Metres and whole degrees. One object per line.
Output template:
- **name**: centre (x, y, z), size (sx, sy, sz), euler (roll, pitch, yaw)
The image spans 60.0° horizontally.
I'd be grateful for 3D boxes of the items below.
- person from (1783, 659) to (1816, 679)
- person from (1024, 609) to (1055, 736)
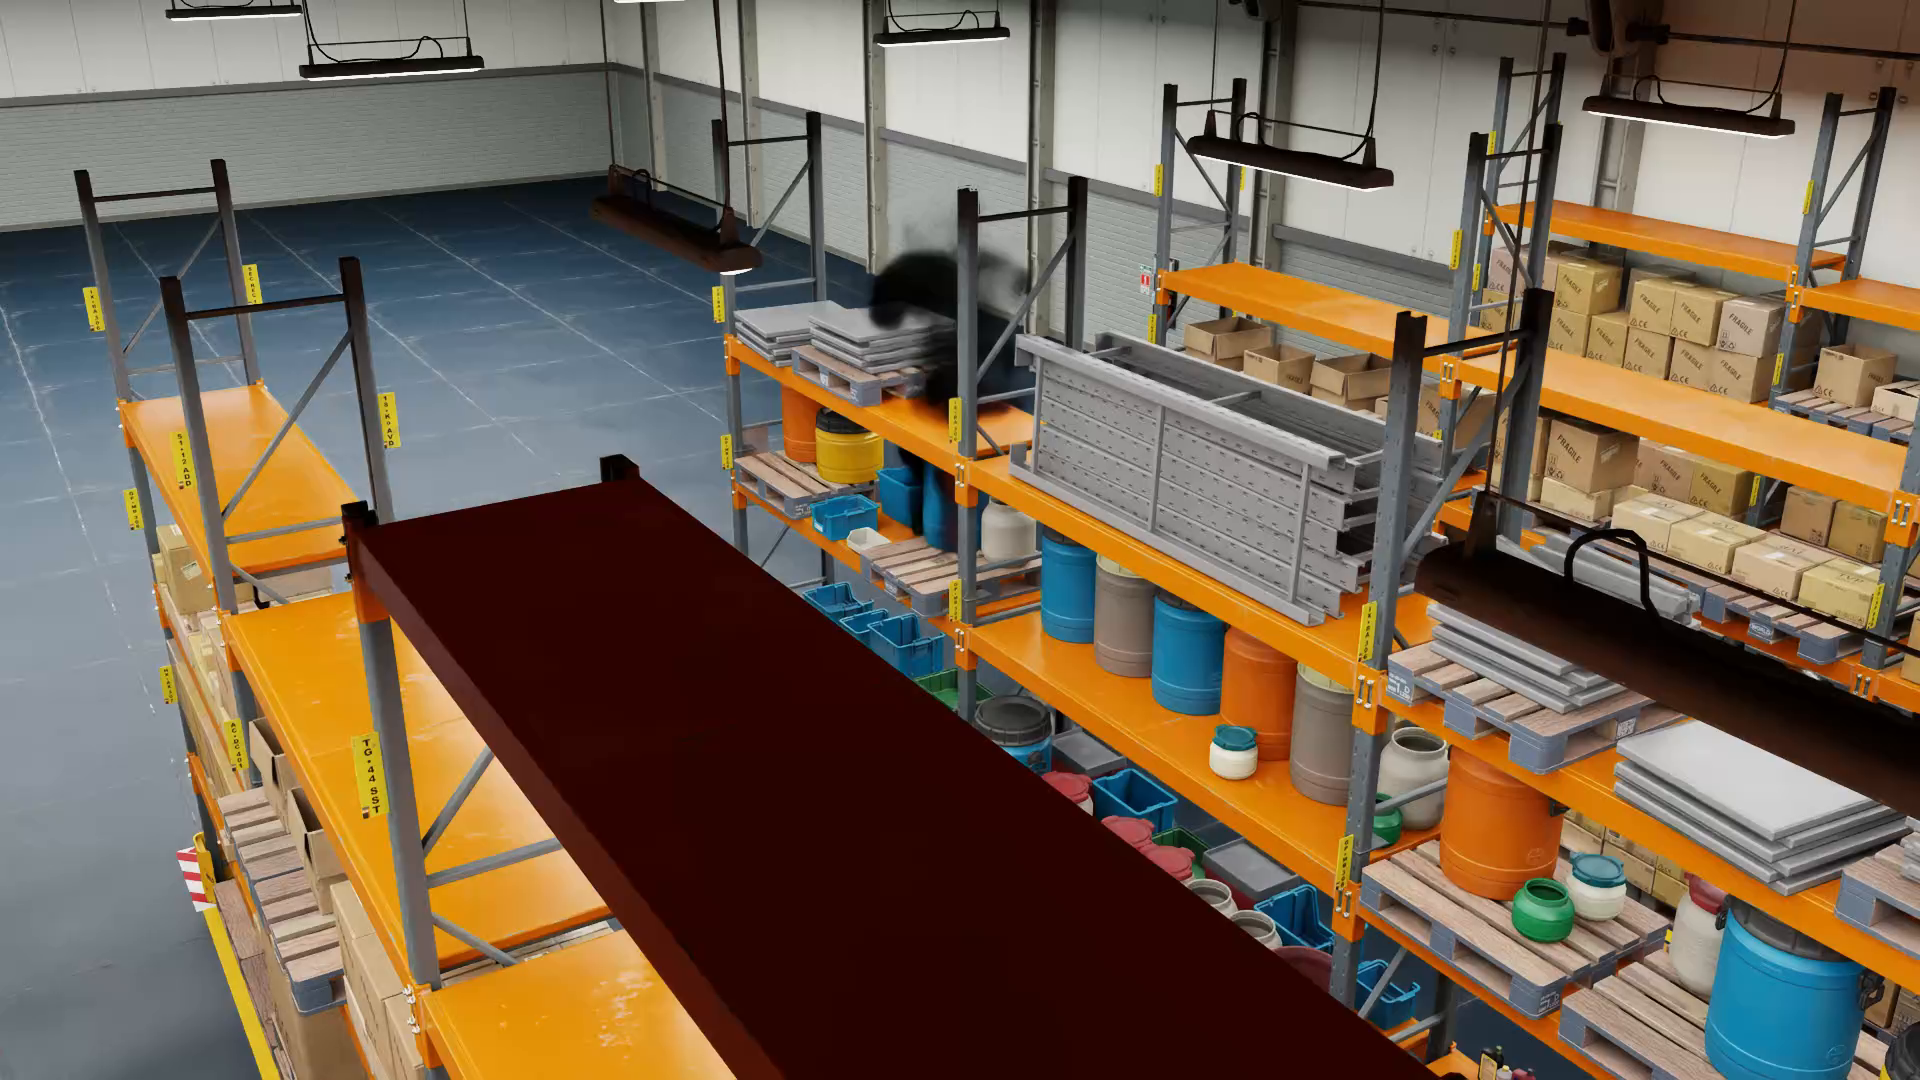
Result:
- **person**: centre (7.208, 1.732, 14.684), size (0.630, 1.832, 0.708), euler (-14, 26, -31)
- **person**: centre (0.677, 1.178, 15.387), size (0.611, 1.731, 0.857), euler (-16, 27, -35)
